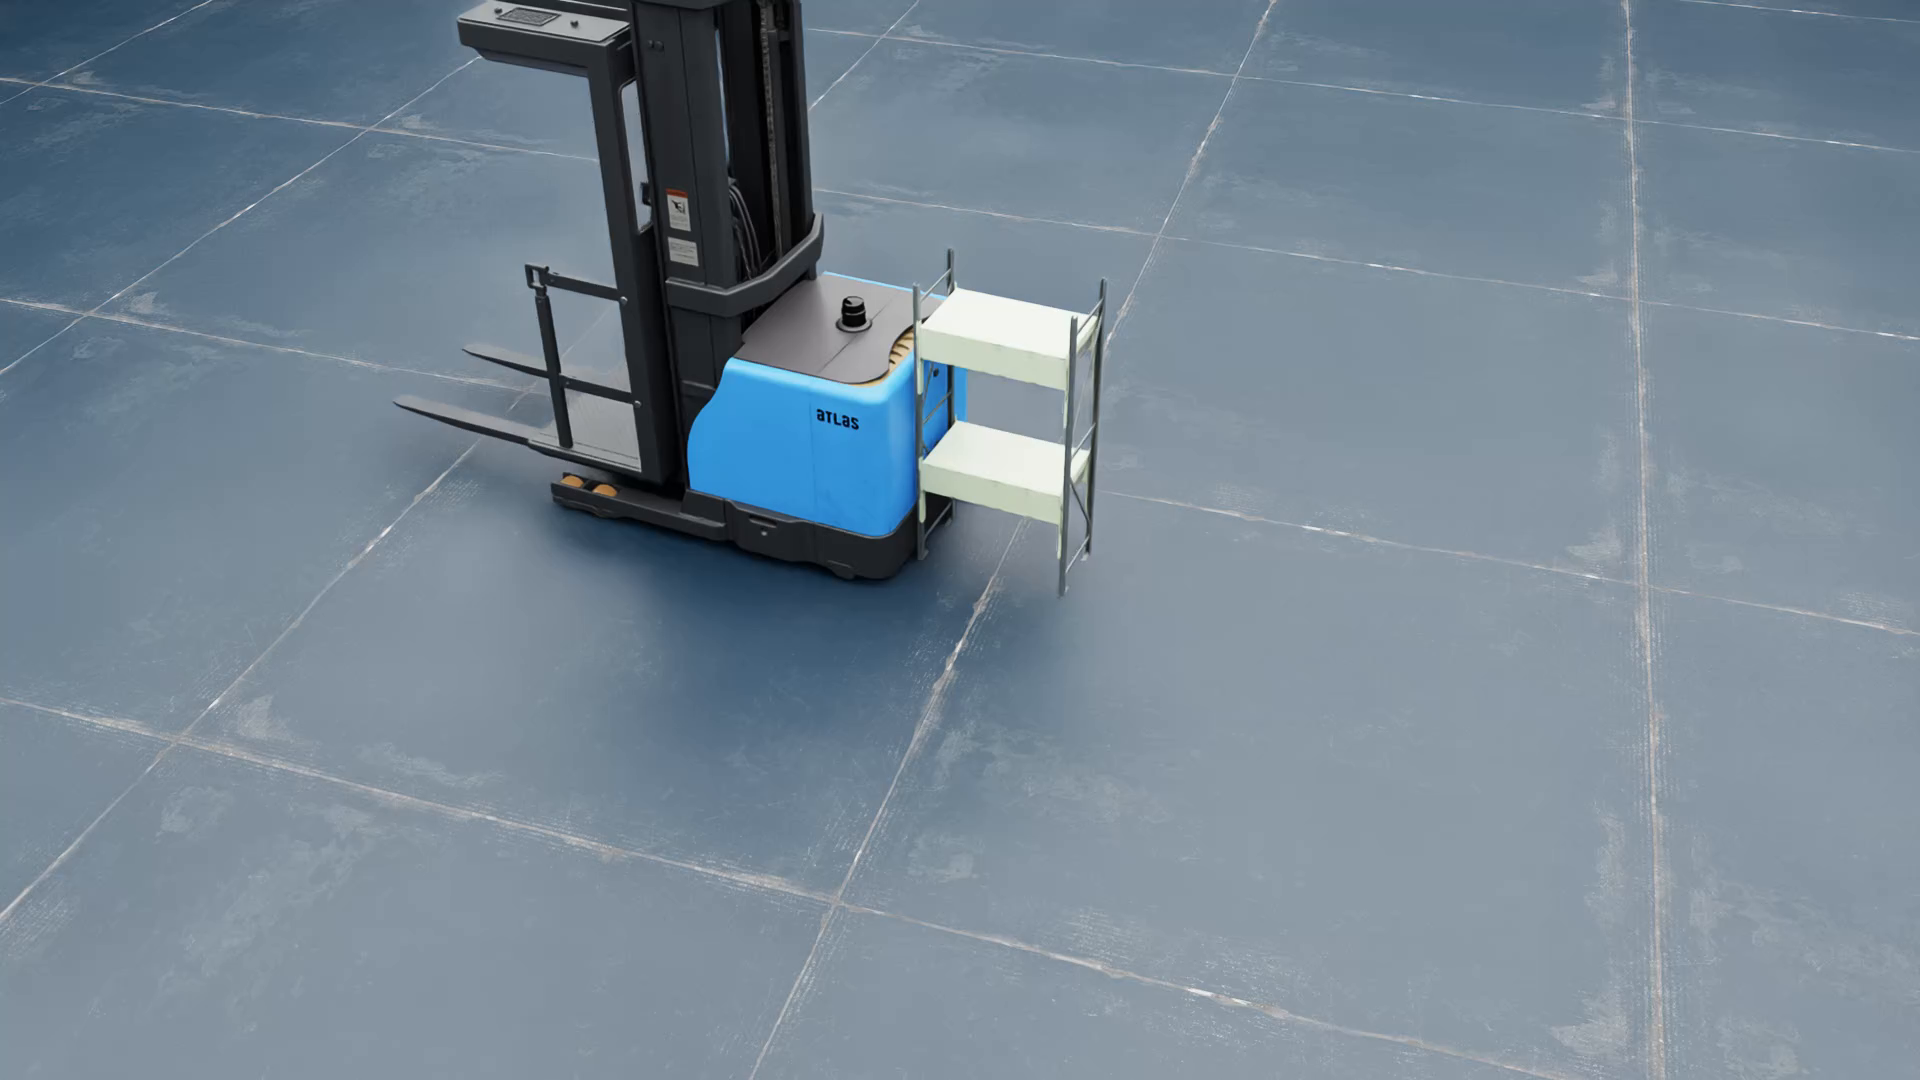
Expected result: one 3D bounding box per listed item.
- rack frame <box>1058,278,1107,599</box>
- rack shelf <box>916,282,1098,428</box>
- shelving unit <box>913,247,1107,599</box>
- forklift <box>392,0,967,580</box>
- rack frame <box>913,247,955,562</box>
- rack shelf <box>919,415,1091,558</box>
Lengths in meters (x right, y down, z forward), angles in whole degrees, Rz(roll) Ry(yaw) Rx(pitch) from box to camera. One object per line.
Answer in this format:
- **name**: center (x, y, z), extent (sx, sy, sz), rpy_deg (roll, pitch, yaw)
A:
- **rack frame**: center (0.554, -0.435, 7.576), extent (0.023, 1.500, 0.400), rpy_deg (15, 39, 19)
- **rack shelf**: center (0.219, -0.837, 7.463), extent (0.720, 0.370, 0.431), rpy_deg (15, 39, 19)
- **shelving unit**: center (0.219, -0.522, 7.695), extent (0.755, 1.500, 0.431), rpy_deg (15, 39, 19)
- **forklift**: center (-1.516, -1.563, 7.901), extent (3.031, 2.935, 1.130), rpy_deg (15, 39, 19)
- **rack frame**: center (-0.116, -0.610, 7.813), extent (0.023, 1.500, 0.400), rpy_deg (15, 39, 19)
- **rack shelf**: center (0.219, -0.260, 7.888), extent (0.720, 0.370, 0.431), rpy_deg (15, 39, 19)
